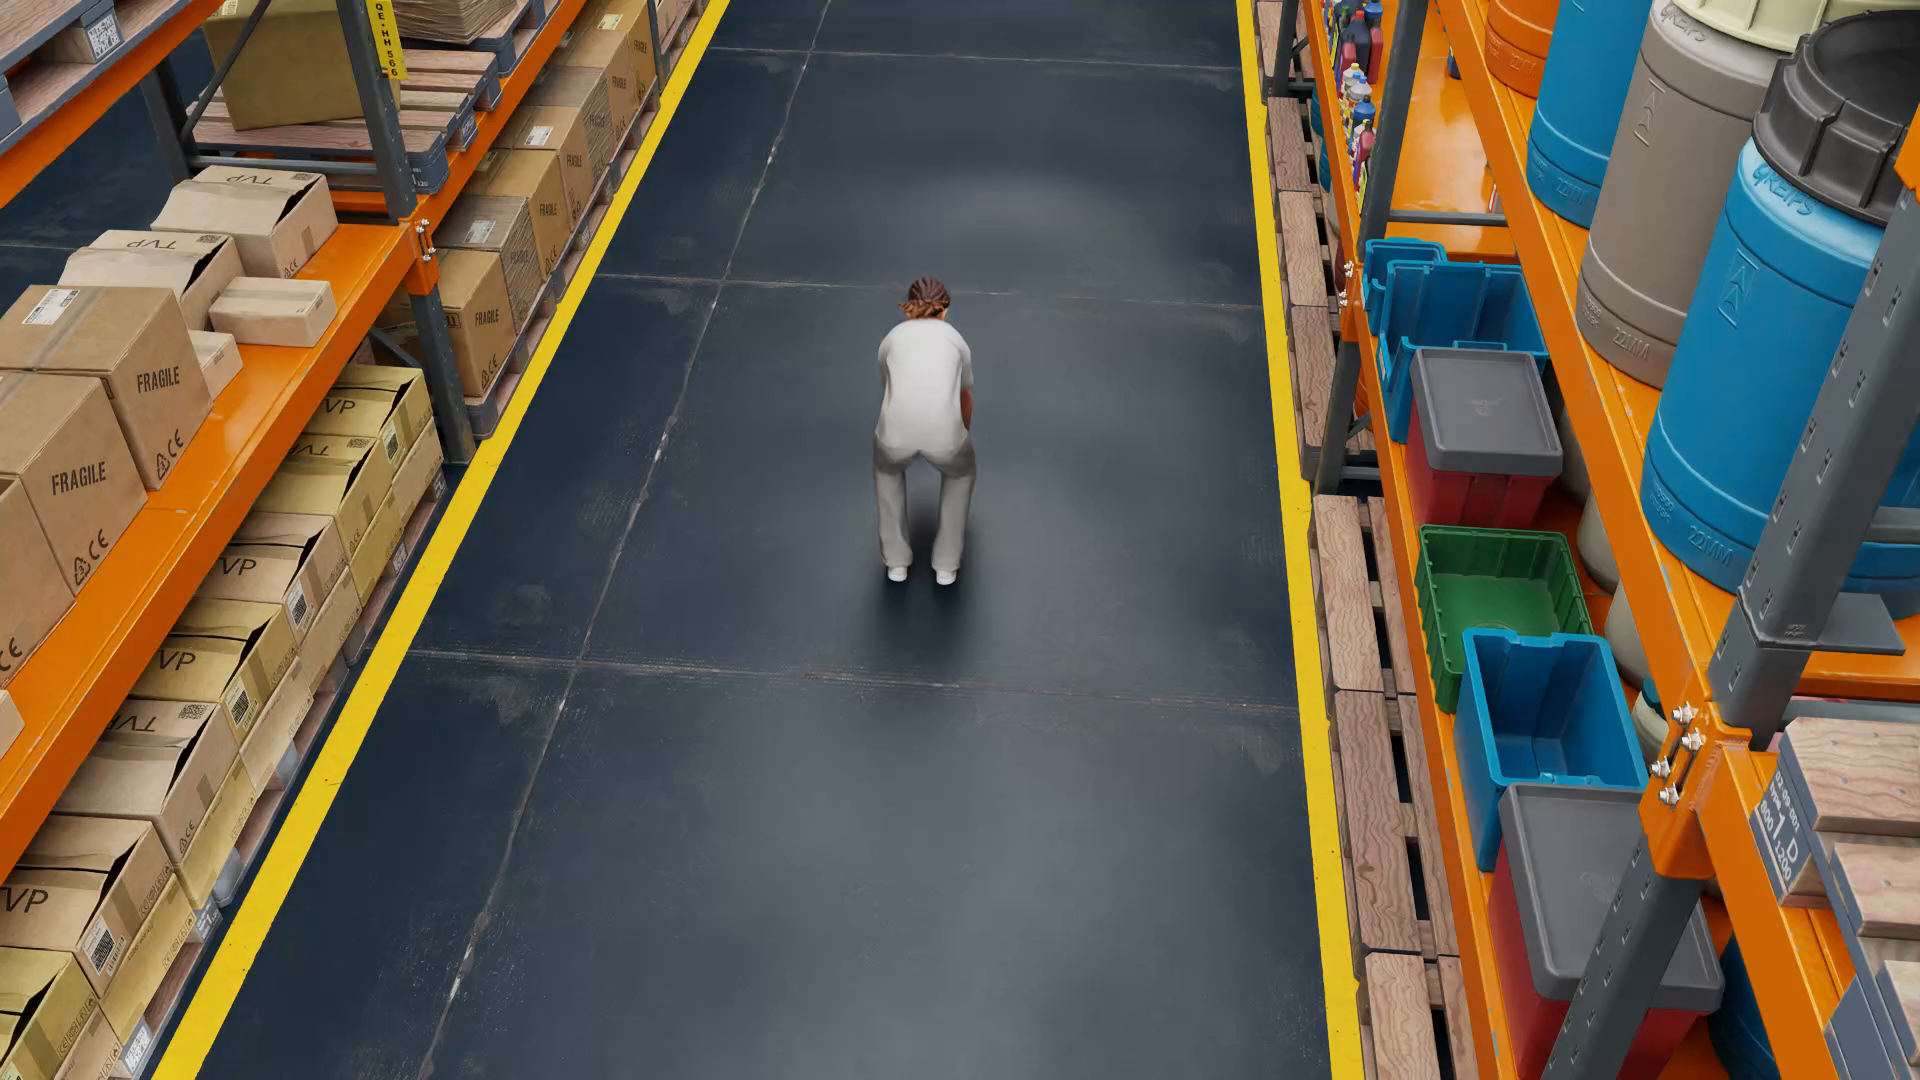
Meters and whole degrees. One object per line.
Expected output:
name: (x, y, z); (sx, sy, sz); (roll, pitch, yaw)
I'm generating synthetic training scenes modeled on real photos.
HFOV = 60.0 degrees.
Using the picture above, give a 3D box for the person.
person: (-0.149, -0.473, 7.096); (0.438, 1.188, 0.844); (2, 40, 2)
